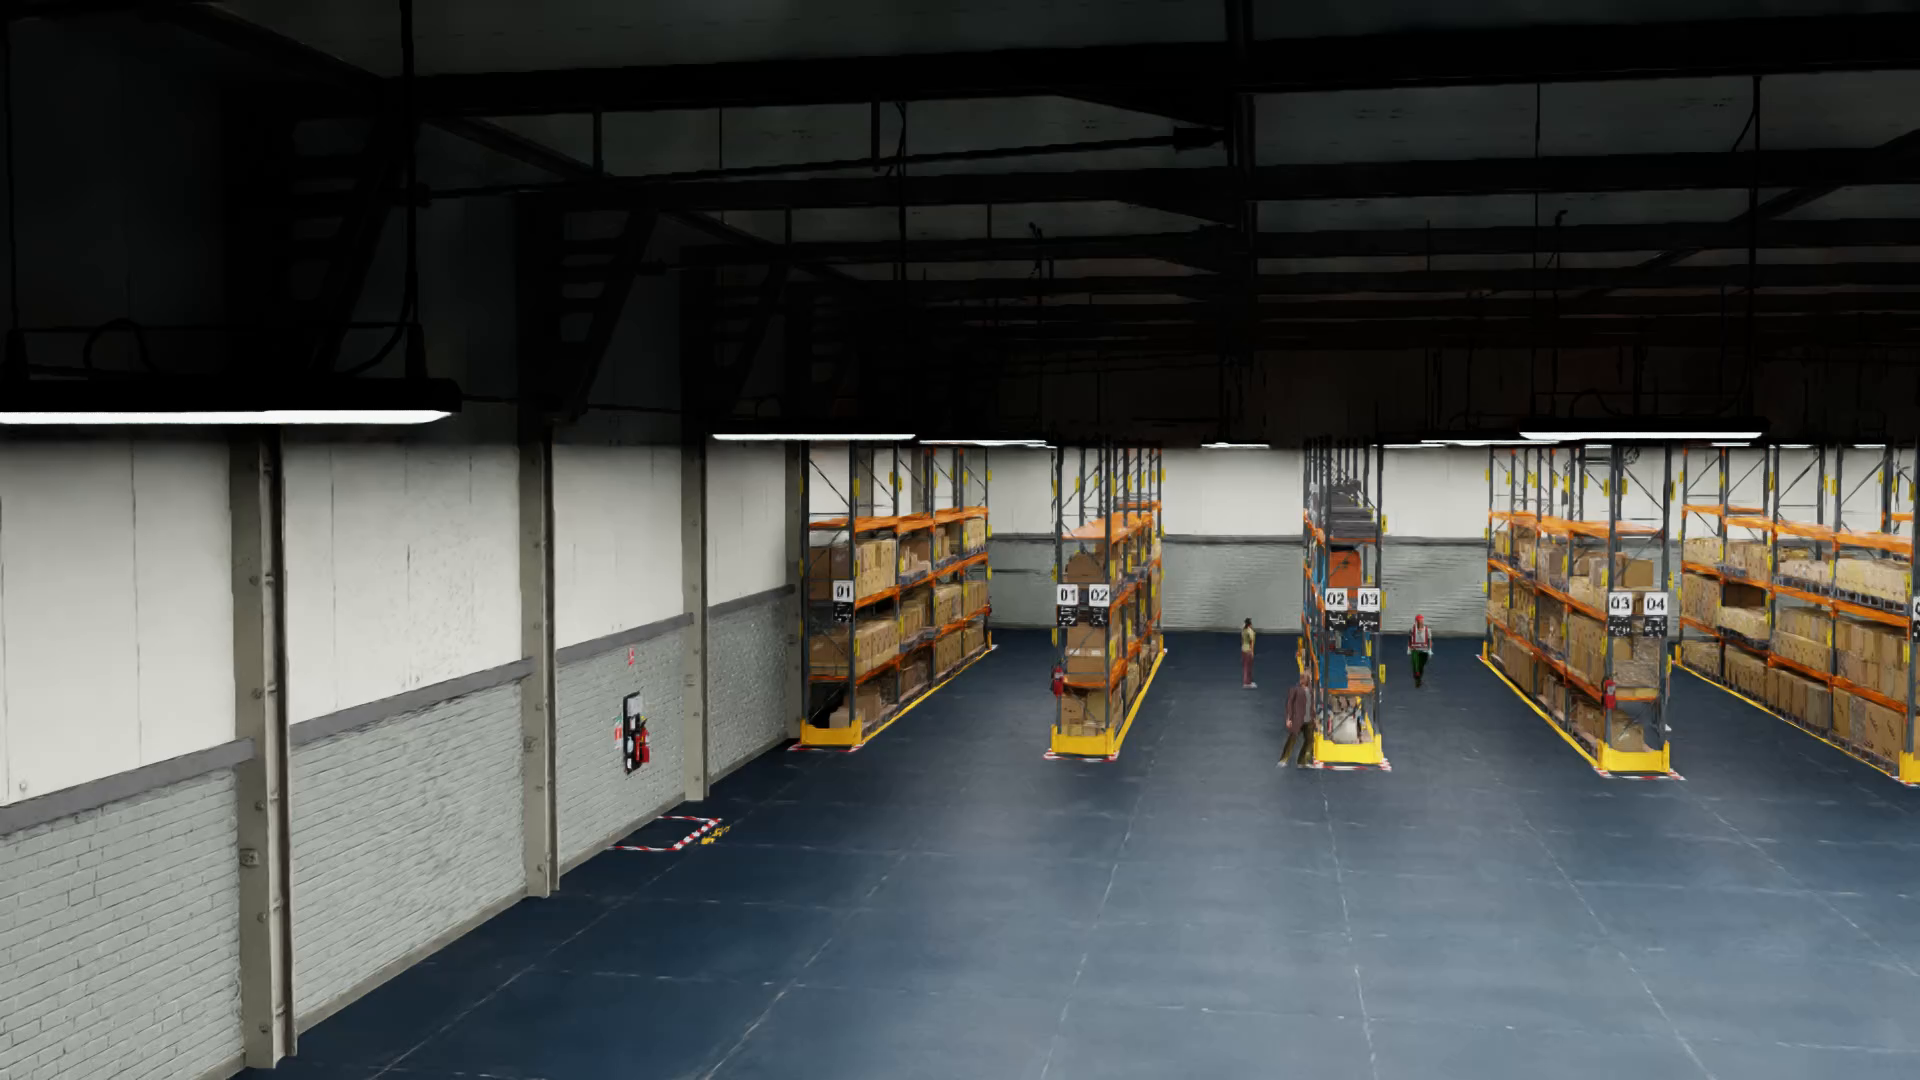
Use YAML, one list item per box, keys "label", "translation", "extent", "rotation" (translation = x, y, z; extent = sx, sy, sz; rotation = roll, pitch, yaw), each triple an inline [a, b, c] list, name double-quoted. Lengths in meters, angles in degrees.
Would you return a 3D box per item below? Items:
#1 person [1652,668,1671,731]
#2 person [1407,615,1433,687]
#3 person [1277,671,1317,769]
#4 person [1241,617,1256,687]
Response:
- label: "person"
  translation: [14.360, 3.033, 34.002]
  extent: [0.441, 1.675, 0.496]
  rotation: [-1, 3, -19]
- label: "person"
  translation: [11.181, 2.670, 40.388]
  extent: [0.565, 1.736, 1.044]
  rotation: [0, 3, 9]
- label: "person"
  translation: [6.061, 3.231, 29.912]
  extent: [0.734, 1.759, 0.565]
  rotation: [-2, 3, -28]
- label: "person"
  translation: [6.999, 2.701, 40.159]
  extent: [0.441, 1.675, 0.498]
  rotation: [-1, 3, -19]
